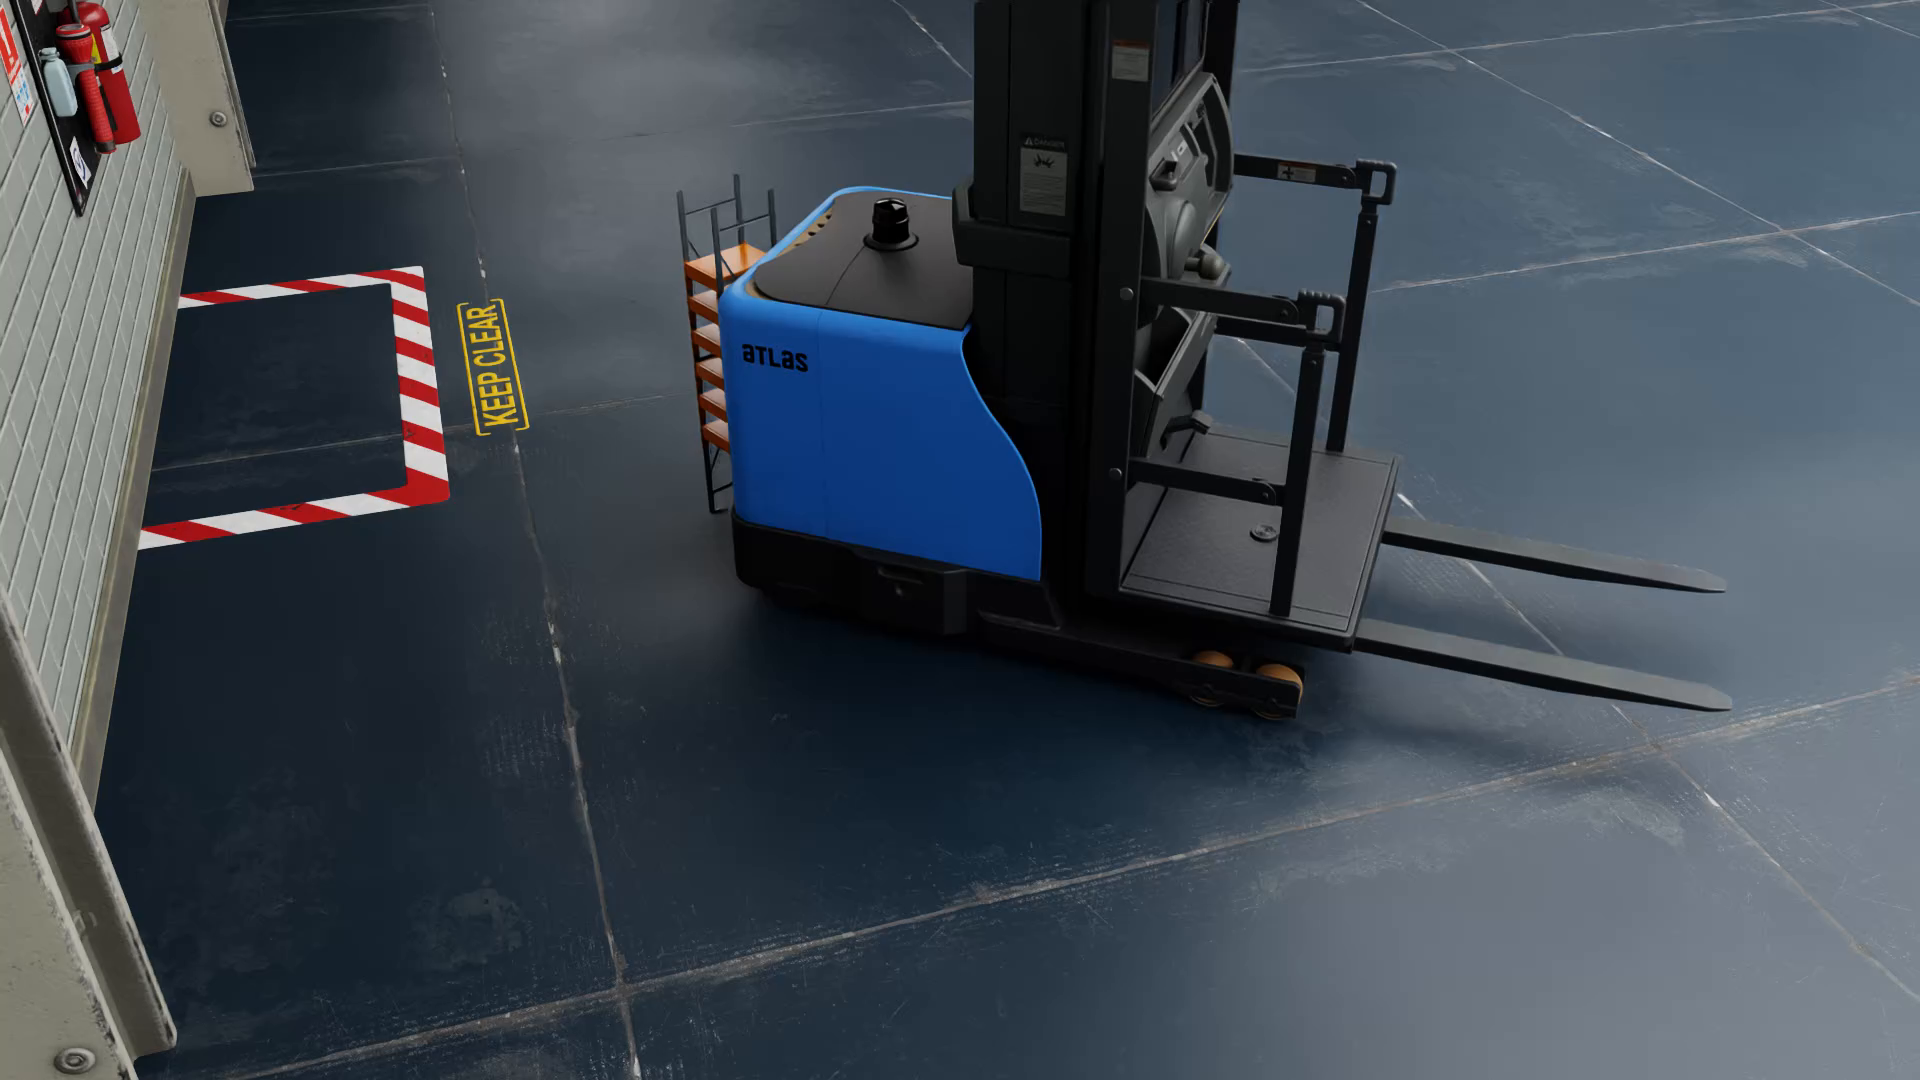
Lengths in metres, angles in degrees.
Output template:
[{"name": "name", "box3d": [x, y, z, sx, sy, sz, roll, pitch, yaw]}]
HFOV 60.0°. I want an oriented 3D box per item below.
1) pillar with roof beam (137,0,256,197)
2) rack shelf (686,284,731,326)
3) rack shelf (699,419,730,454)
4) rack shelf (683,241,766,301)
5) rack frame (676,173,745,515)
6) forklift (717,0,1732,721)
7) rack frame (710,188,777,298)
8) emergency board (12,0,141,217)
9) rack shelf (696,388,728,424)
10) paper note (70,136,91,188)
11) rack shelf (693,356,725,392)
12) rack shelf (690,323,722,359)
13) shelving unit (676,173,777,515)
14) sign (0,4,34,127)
[{"name": "pillar with roof beam", "box3d": [0.309, -6.328, 7.164, 9.100, 9.000, 0.400, -10, 35, -15]}, {"name": "rack shelf", "box3d": [-0.739, -0.764, 5.462, 0.258, 0.103, 0.180, -27, 41, -34]}, {"name": "rack shelf", "box3d": [-0.736, -0.362, 5.725, 0.258, 0.103, 0.180, -27, 41, -34]}, {"name": "rack shelf", "box3d": [-0.739, -0.864, 5.396, 0.258, 0.103, 0.180, -27, 41, -34]}, {"name": "rack frame", "box3d": [-0.799, -0.637, 5.626, 0.240, 1.200, 0.006, -27, 41, -34]}, {"name": "forklift", "box3d": [0.837, -1.019, 4.633, 3.031, 2.935, 1.130, 11, 35, 16]}, {"name": "rack frame", "box3d": [-0.676, -0.564, 5.512, 0.240, 1.200, 0.006, -27, 41, -34]}, {"name": "emergency board", "box3d": [-3.073, -1.797, 5.749, 0.194, 1.169, 0.643, -10, 35, -15]}, {"name": "rack shelf", "box3d": [-0.737, -0.463, 5.659, 0.258, 0.103, 0.180, -27, 41, -34]}, {"name": "paper note", "box3d": [-3.085, -1.325, 5.834, 0.016, 0.148, 0.142, -10, 35, -15]}, {"name": "rack shelf", "box3d": [-0.737, -0.563, 5.593, 0.258, 0.103, 0.180, -27, 41, -34]}, {"name": "rack shelf", "box3d": [-0.738, -0.664, 5.528, 0.258, 0.103, 0.180, -27, 41, -34]}, {"name": "shelving unit", "box3d": [-0.738, -0.600, 5.569, 0.258, 1.200, 0.189, -27, 41, -34]}, {"name": "sign", "box3d": [-3.002, -1.505, 5.274, 0.001, 0.329, 0.234, -10, 35, -15]}]
